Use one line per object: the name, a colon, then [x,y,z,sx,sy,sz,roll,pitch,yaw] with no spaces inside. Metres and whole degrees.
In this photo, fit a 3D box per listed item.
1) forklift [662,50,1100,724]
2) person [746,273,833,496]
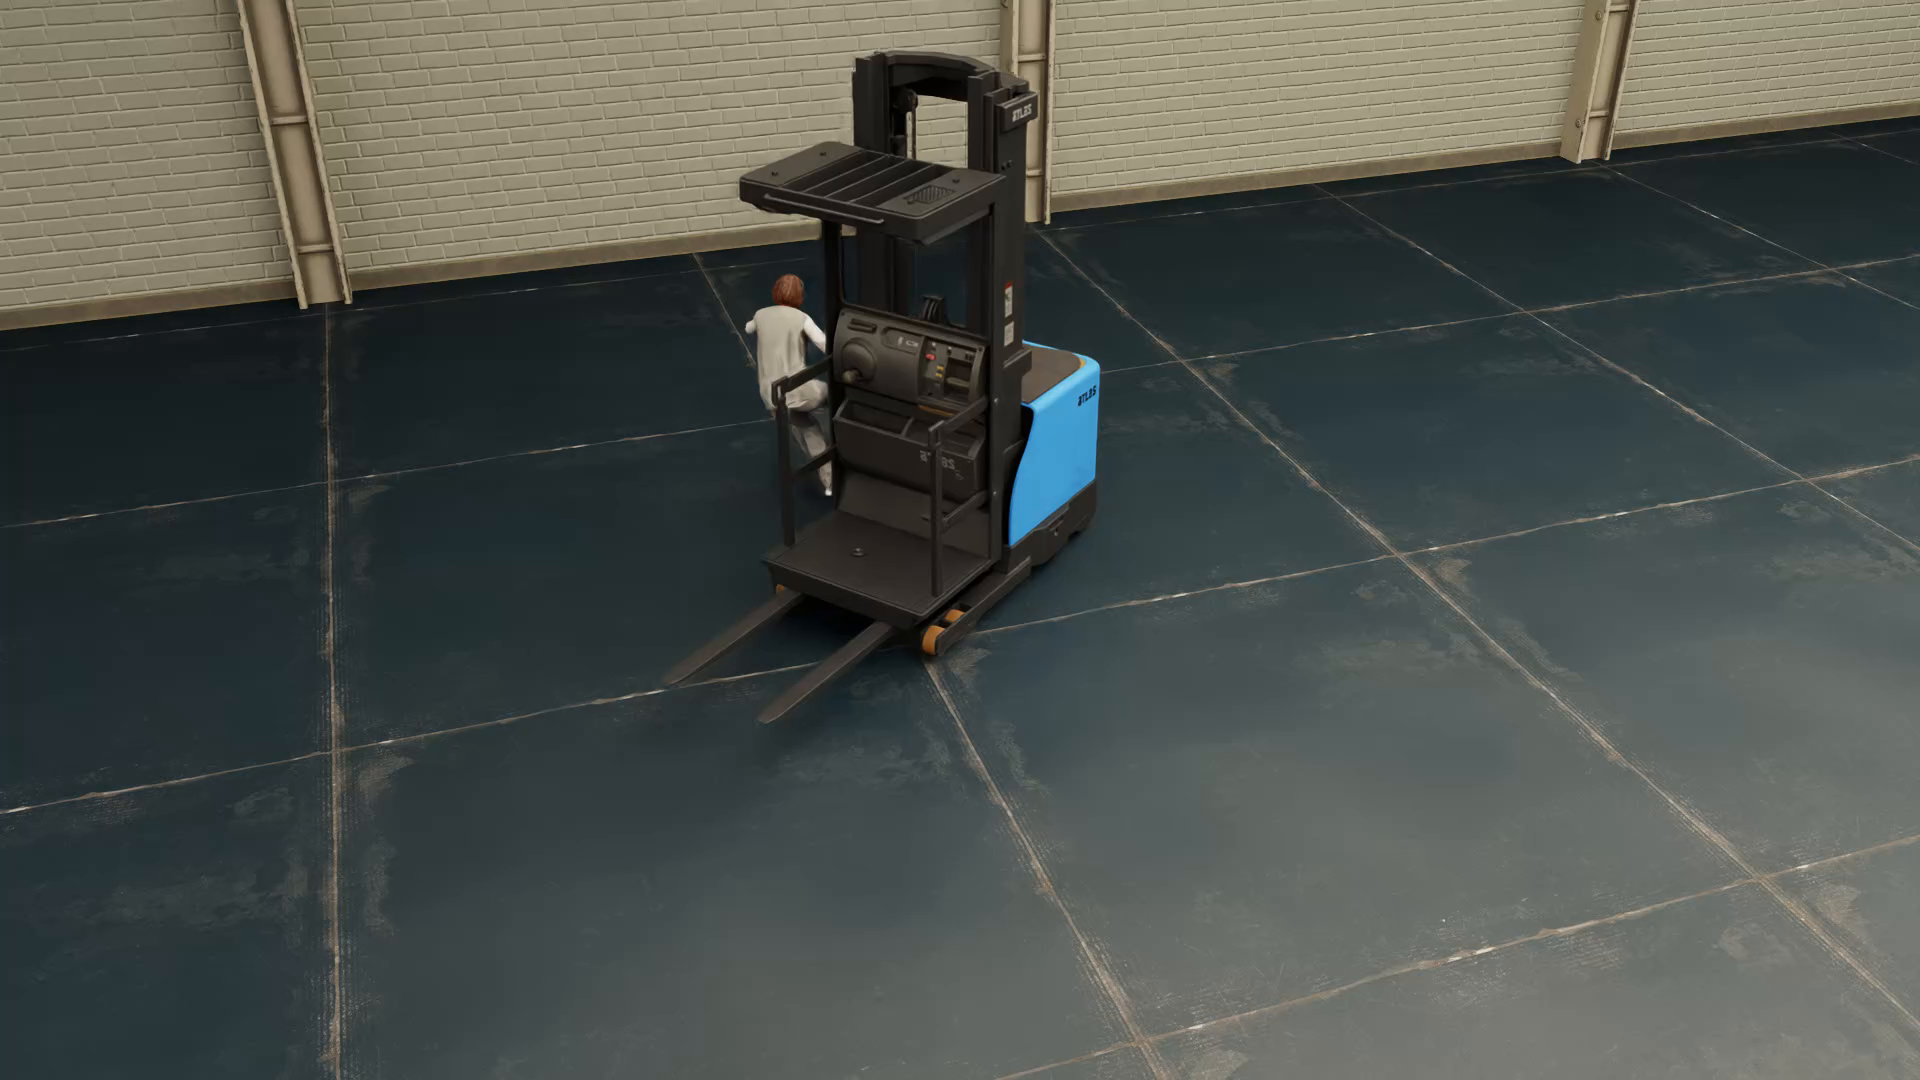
forklift: [-0.392,-0.912,8.673,1.130,2.935,3.031,18,34,28]
person: [-0.905,-1.003,10.420,0.915,1.368,0.837,4,30,7]
